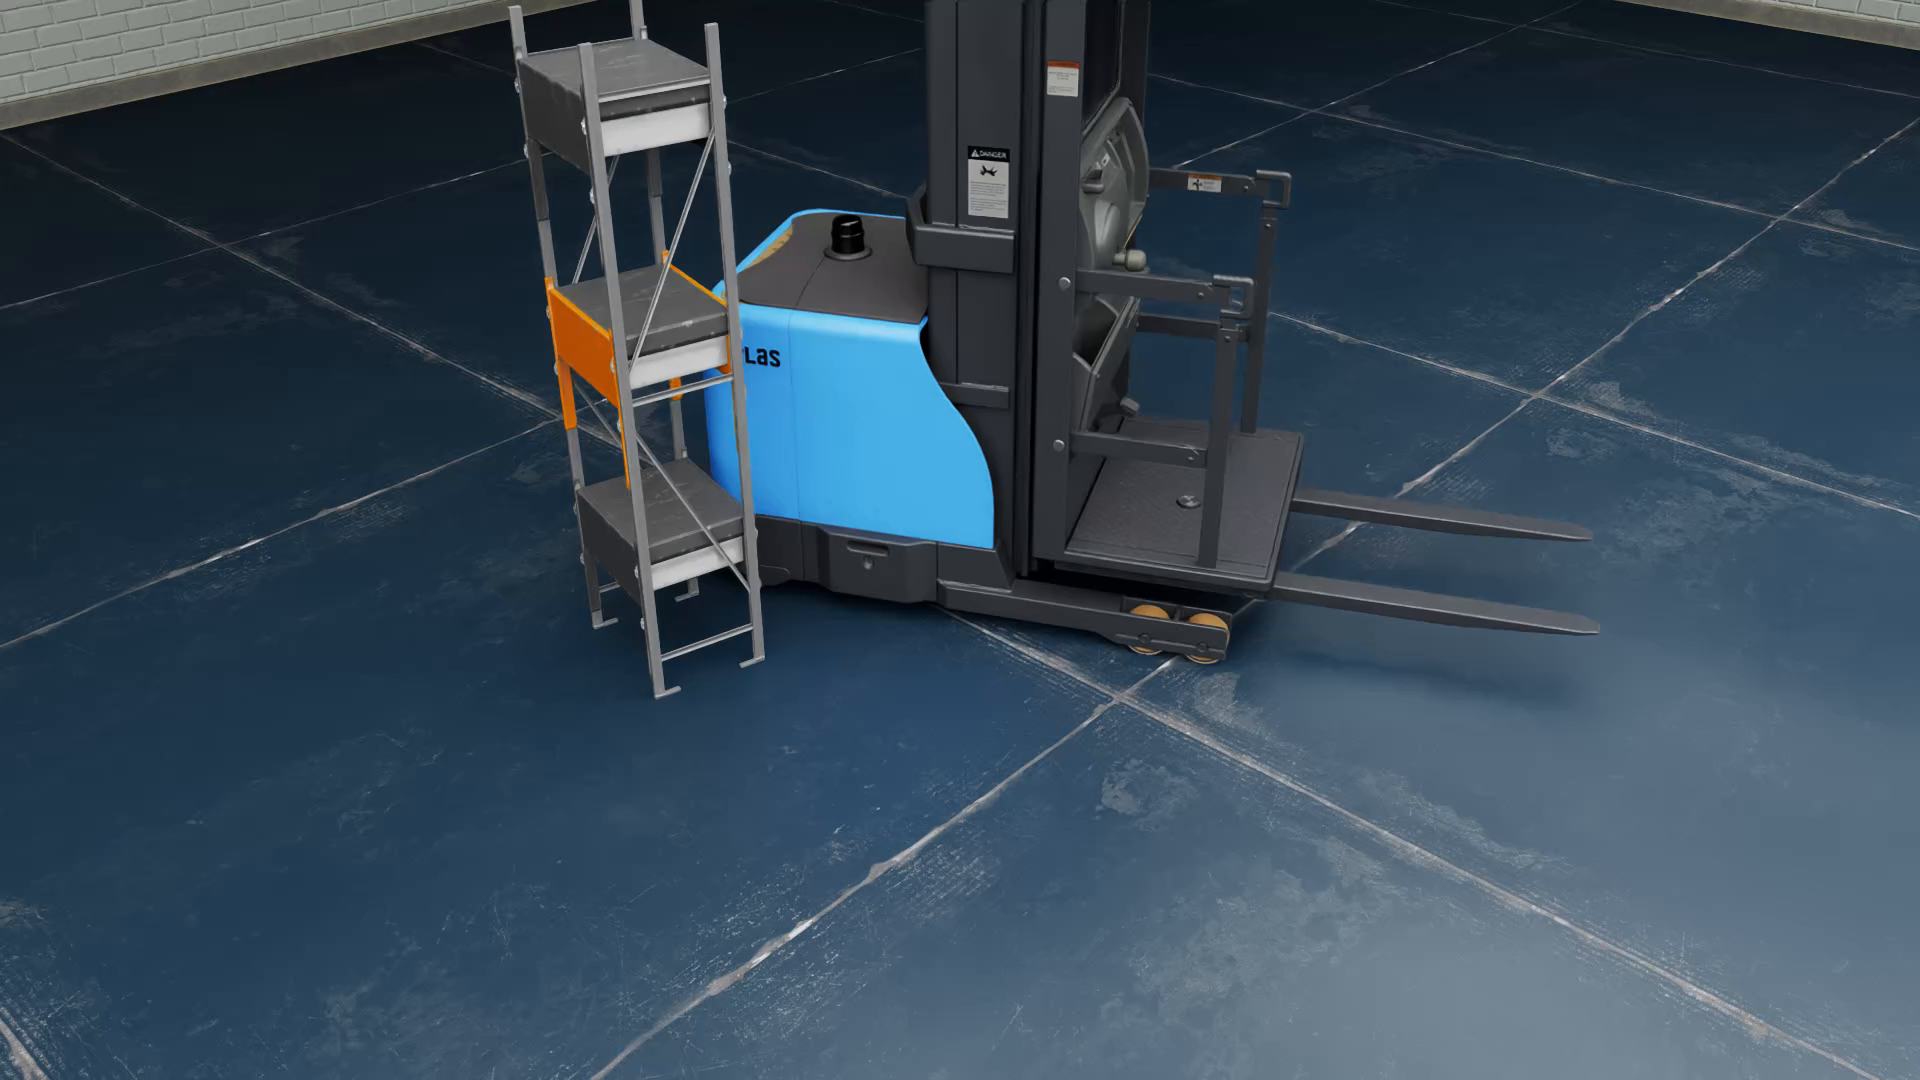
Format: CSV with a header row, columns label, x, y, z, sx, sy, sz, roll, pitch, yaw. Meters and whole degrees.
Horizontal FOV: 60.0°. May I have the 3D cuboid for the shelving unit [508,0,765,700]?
label,x,y,z,sx,sy,sz,roll,pitch,yaw
shelving unit,-0.962,-0.546,5.122,0.431,2.100,0.503,-19,36,-29

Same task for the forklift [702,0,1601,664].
label,x,y,z,sx,sy,sz,roll,pitch,yaw
forklift,0.686,-1.147,5.313,3.031,2.935,1.130,8,32,14

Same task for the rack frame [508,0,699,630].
label,x,y,z,sx,sy,sz,roll,pitch,yaw
rack frame,-1.099,-0.650,5.294,0.400,2.100,0.015,-19,36,-29

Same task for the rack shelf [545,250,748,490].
label,x,y,z,sx,sy,sz,roll,pitch,yaw
rack shelf,-0.962,-0.535,5.129,0.431,0.518,0.480,-19,36,-29

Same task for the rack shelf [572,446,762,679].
label,x,y,z,sx,sy,sz,roll,pitch,yaw
rack shelf,-0.962,0.065,5.490,0.431,0.518,0.480,-19,36,-29

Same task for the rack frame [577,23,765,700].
label,x,y,z,sx,sy,sz,roll,pitch,yaw
rack frame,-0.824,-0.443,4.949,0.400,2.100,0.015,-19,36,-29

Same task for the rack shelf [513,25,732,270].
label,x,y,z,sx,sy,sz,roll,pitch,yaw
rack shelf,-0.962,-1.134,4.768,0.431,0.518,0.480,-19,36,-29
